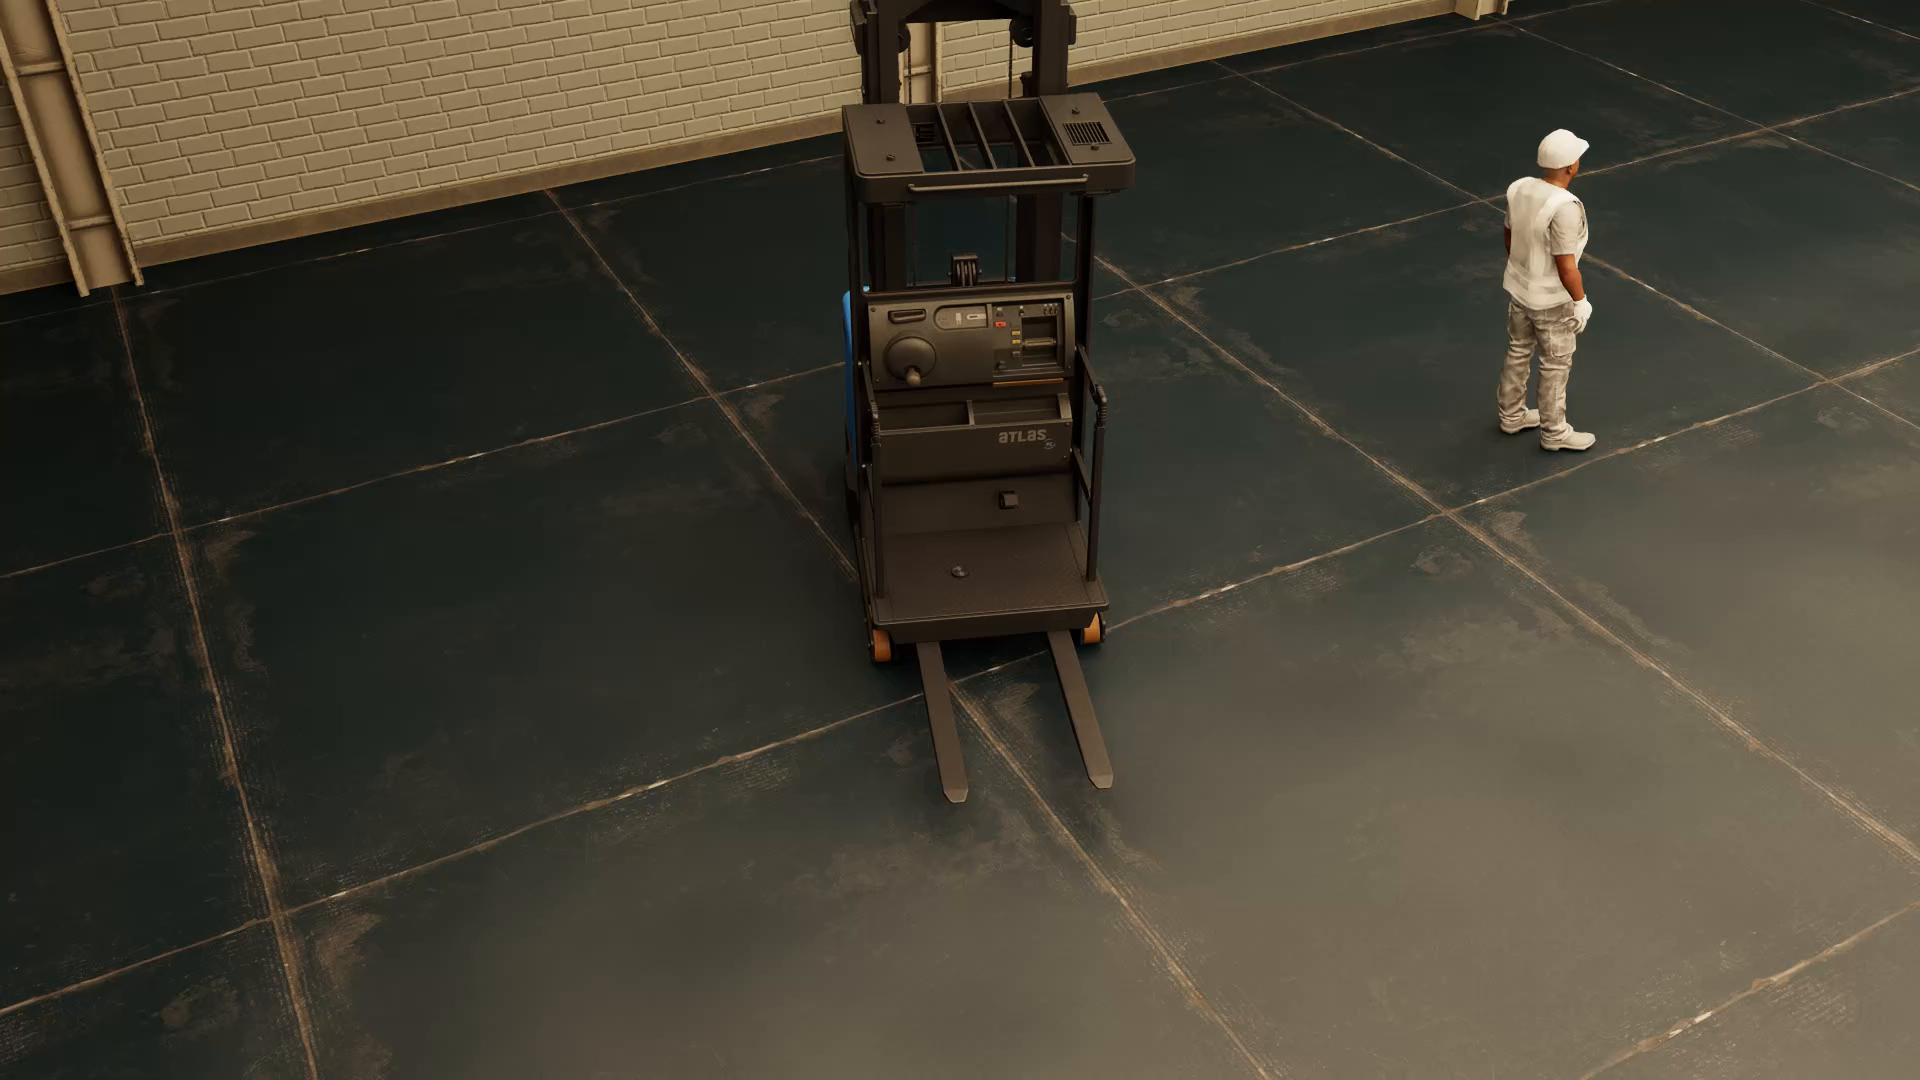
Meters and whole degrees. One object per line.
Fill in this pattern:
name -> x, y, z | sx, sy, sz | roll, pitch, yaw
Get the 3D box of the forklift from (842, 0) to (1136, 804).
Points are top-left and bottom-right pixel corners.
forklift -> 0.086, -0.837, 7.307 | 1.130, 2.935, 3.031 | -5, 36, -6

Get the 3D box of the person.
person -> 3.232, -1.368, 9.039 | 0.576, 1.783, 0.657 | -10, 37, -14
